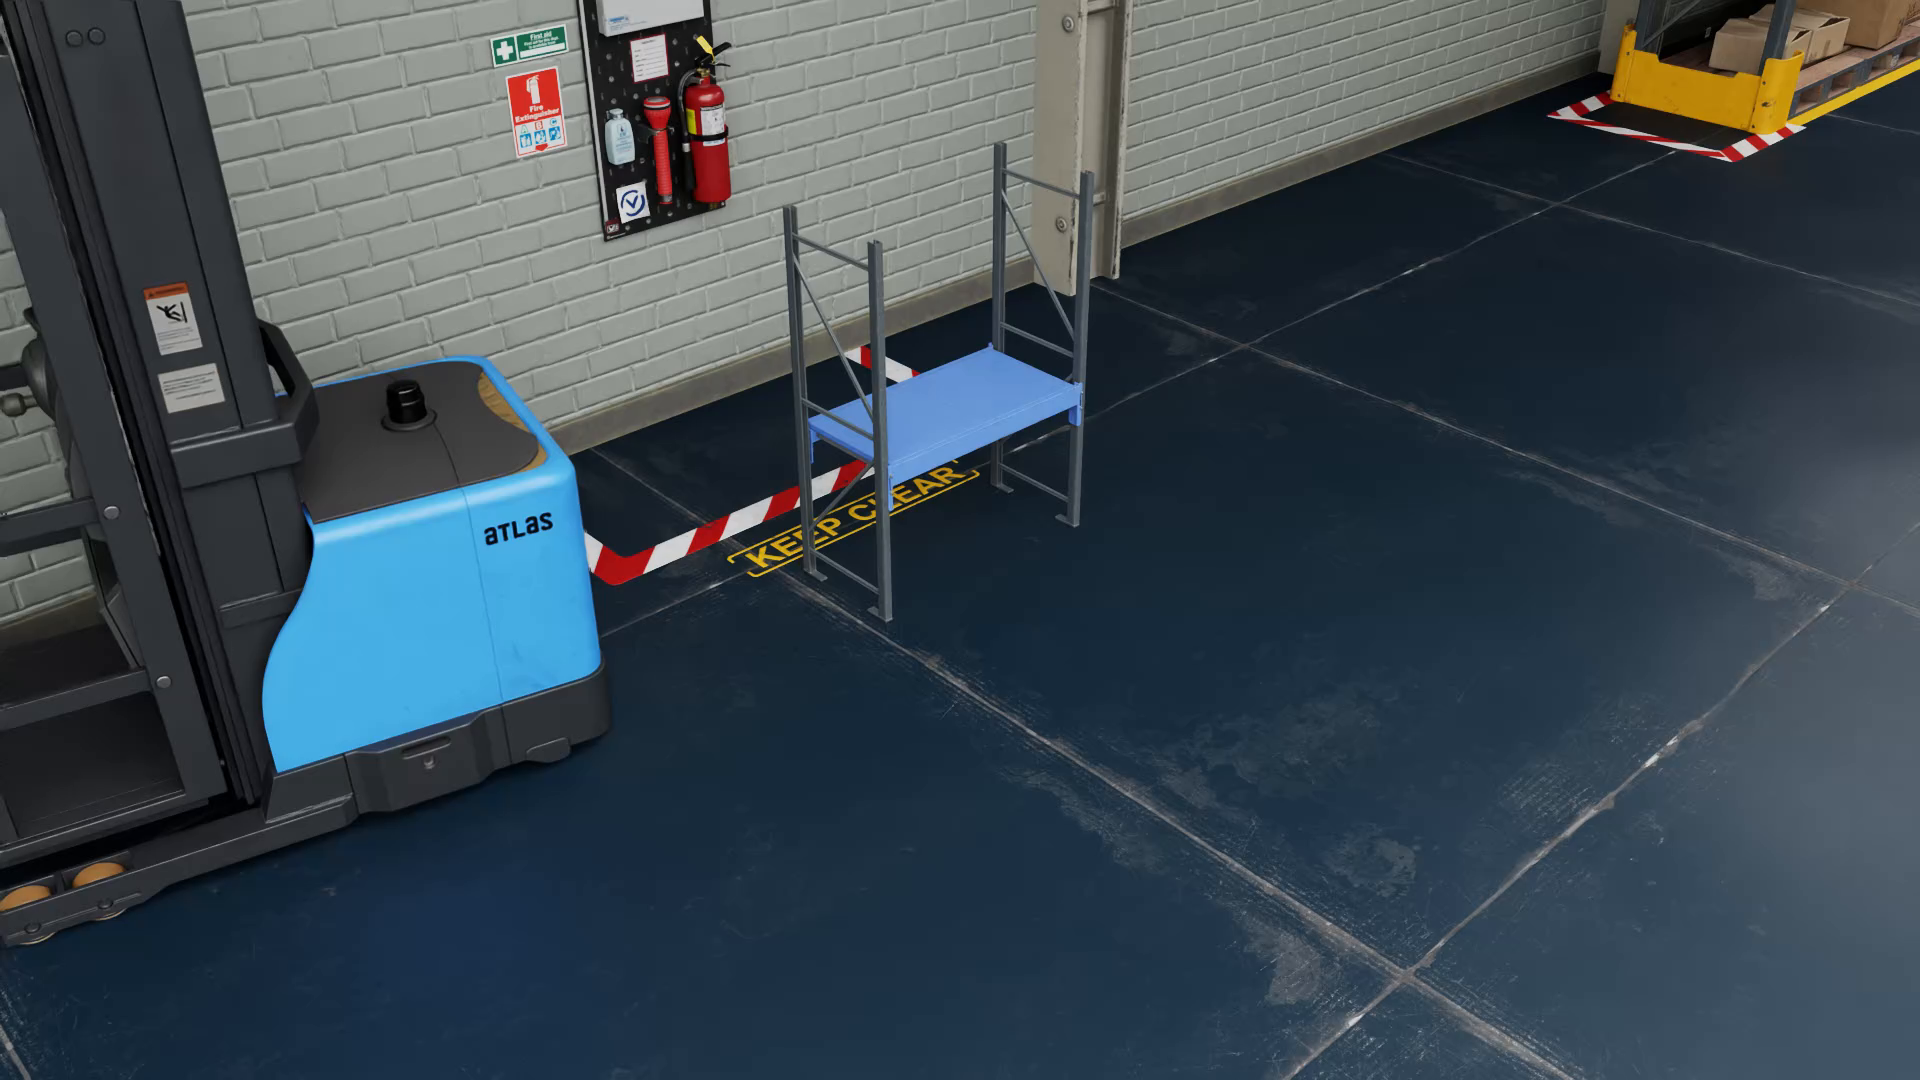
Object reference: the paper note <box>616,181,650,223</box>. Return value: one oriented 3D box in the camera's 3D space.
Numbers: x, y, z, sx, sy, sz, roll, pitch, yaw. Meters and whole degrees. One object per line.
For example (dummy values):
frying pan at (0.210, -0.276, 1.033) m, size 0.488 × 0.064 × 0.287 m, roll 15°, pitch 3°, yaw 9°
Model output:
paper note at (-1.388, -1.435, 7.066) m, size 0.142 × 0.148 × 0.016 m, roll -26°, pitch 40°, yaw -35°

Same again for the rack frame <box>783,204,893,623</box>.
rack frame at (-0.435, -0.429, 6.014) m, size 0.032 × 1.500 × 0.500 m, roll -26°, pitch 40°, yaw -35°

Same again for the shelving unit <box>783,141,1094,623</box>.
shelving unit at (-0.063, -0.610, 6.309) m, size 1.048 × 1.500 × 0.538 m, roll -26°, pitch 40°, yaw -35°

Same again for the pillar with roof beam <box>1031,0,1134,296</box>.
pillar with roof beam at (3.554, -3.622, 4.047) m, size 0.400 × 9.000 × 9.100 m, roll -26°, pitch 40°, yaw -35°

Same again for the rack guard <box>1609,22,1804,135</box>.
rack guard at (5.157, -3.219, 11.535) m, size 0.348 × 0.500 × 1.175 m, roll -26°, pitch 40°, yaw -35°

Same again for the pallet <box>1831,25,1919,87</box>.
pallet at (6.671, -3.801, 12.764) m, size 1.213 × 0.211 × 1.003 m, roll -26°, pitch 40°, yaw -35°

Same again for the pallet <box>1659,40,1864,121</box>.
pallet at (5.777, -3.370, 12.060) m, size 1.213 × 0.211 × 1.003 m, roll -26°, pitch 40°, yaw -35°

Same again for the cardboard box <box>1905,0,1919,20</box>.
cardboard box at (7.301, -4.415, 13.069) m, size 0.500 × 0.500 × 0.500 m, roll 26°, pitch 40°, yaw 35°

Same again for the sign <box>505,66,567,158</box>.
sign at (-1.687, -1.706, 6.630) m, size 0.234 × 0.329 × 0.001 m, roll -26°, pitch 40°, yaw -35°

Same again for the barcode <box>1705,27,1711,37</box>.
barcode at (5.411, -3.673, 12.029) m, size 0.075 × 0.075 × 0.001 m, roll -26°, pitch 40°, yaw -35°

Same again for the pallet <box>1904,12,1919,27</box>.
pallet at (7.566, -4.236, 13.475) m, size 1.213 × 0.211 × 1.003 m, roll -26°, pitch 40°, yaw -35°

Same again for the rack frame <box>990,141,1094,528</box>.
rack frame at (0.310, -0.790, 6.604) m, size 0.032 × 1.500 × 0.500 m, roll -26°, pitch 40°, yaw -35°

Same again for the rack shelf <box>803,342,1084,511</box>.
rack shelf at (-0.063, -0.456, 6.403) m, size 1.000 × 0.185 × 0.538 m, roll -26°, pitch 40°, yaw -35°

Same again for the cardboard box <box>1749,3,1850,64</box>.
cardboard box at (6.088, -3.712, 12.101) m, size 0.500 × 0.311 × 0.500 m, roll -22°, pitch 38°, yaw -32°

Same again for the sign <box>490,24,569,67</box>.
sign at (-1.677, -1.930, 6.489) m, size 0.331 × 0.109 × 0.001 m, roll -26°, pitch 40°, yaw -35°

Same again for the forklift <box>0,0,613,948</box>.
forklift at (-2.704, -0.393, 4.584) m, size 3.031 × 2.935 × 1.130 m, roll -17°, pitch 35°, yaw -26°

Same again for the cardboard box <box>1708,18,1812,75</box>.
cardboard box at (5.670, -3.510, 11.771) m, size 0.500 × 0.311 × 0.500 m, roll 24°, pitch 39°, yaw 34°

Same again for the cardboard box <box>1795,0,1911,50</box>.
cardboard box at (6.660, -4.034, 12.446) m, size 0.700 × 0.500 × 0.500 m, roll 26°, pitch 40°, yaw 36°

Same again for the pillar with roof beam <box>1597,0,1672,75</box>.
pillar with roof beam at (7.954, -5.750, 7.528) m, size 0.400 × 9.000 × 9.100 m, roll -26°, pitch 40°, yaw -35°

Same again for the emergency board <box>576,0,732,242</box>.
emergency board at (-1.211, -1.847, 6.896) m, size 0.643 × 1.169 × 0.194 m, roll -26°, pitch 40°, yaw -35°

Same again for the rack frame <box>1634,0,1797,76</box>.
rack frame at (5.101, -4.258, 10.839) m, size 0.127 × 3.000 × 1.000 m, roll -26°, pitch 40°, yaw -35°
